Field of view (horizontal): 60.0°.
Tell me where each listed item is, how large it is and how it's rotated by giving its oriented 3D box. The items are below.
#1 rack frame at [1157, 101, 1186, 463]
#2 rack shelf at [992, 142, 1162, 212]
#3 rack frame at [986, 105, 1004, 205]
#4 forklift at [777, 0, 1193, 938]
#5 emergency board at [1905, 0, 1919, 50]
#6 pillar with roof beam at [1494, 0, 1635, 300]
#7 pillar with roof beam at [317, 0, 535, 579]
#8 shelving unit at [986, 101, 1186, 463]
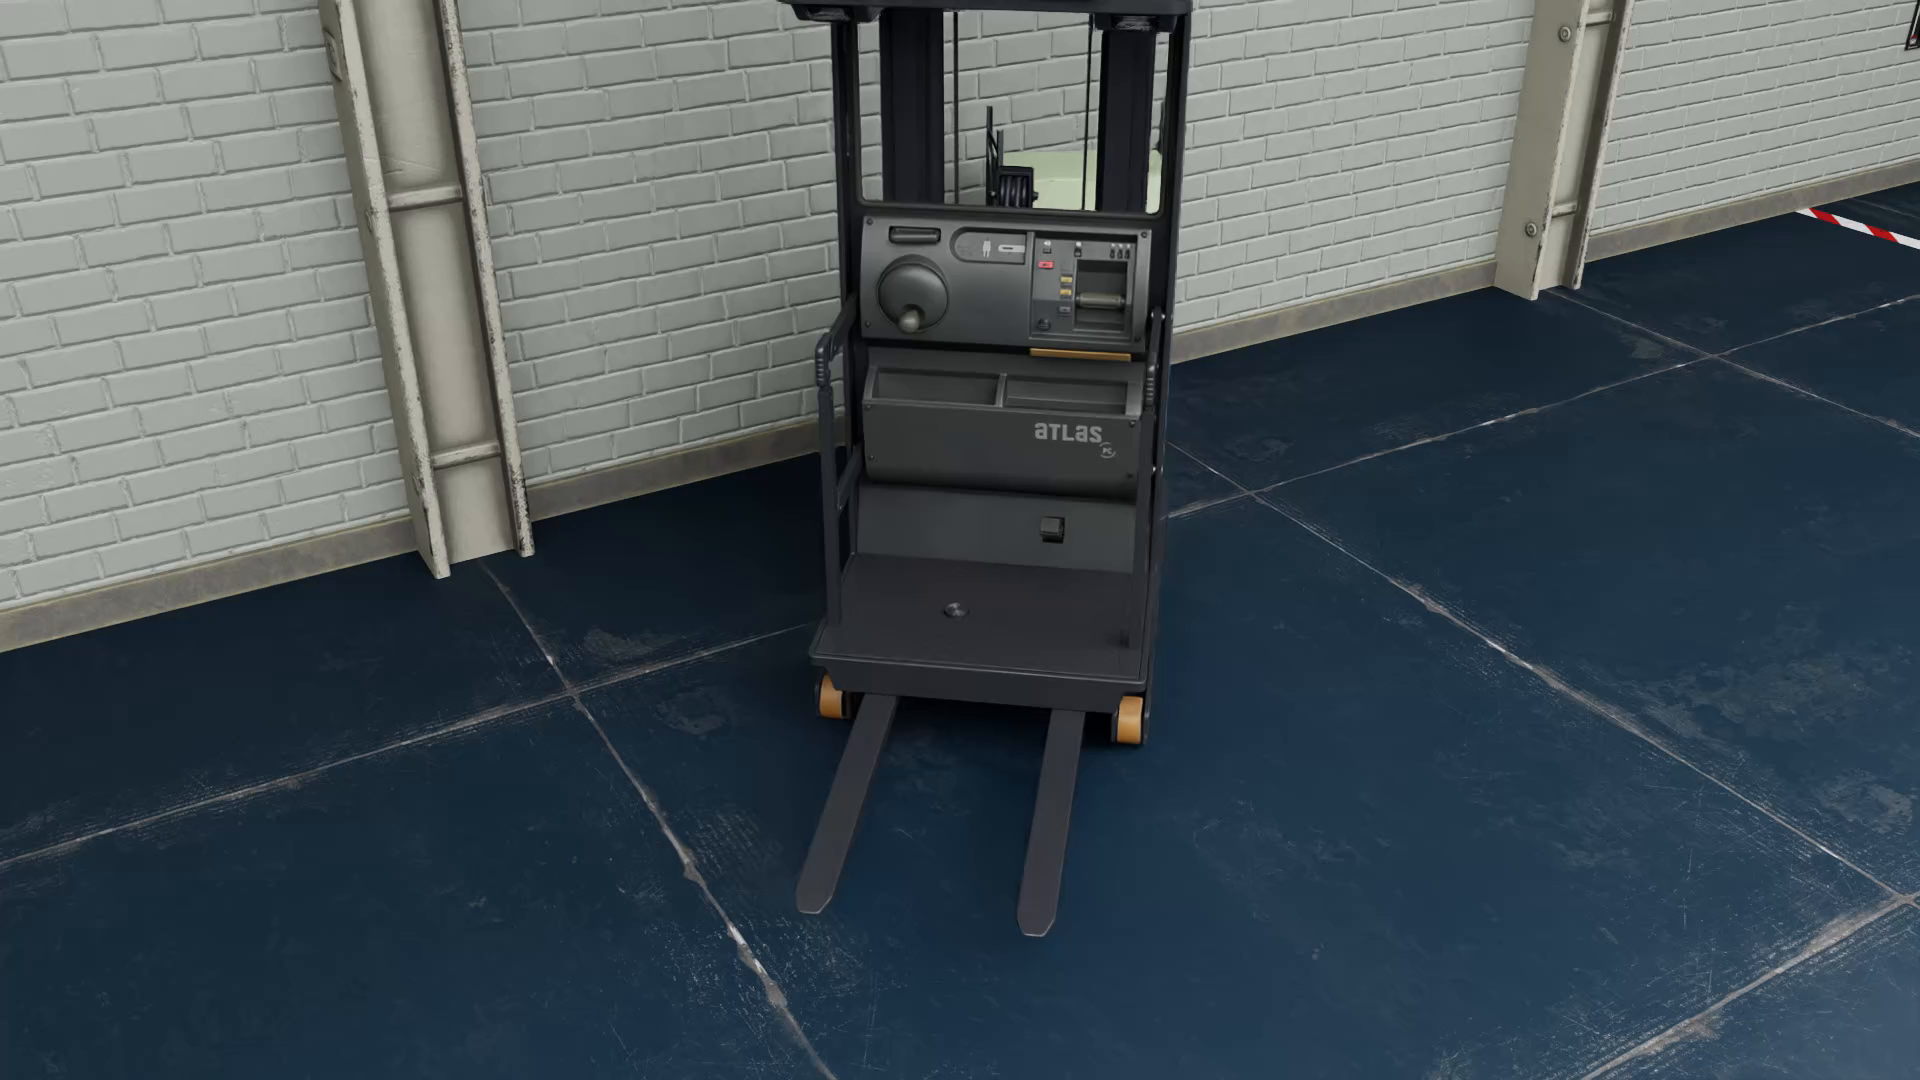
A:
[{"bbox_3d":[0.871,-1.093,7.178,0.023,1.500,0.400,-3,29,-5],"label":"rack frame"},{"bbox_3d":[0.507,-1.417,6.958,0.720,0.370,0.431,-3,29,-5],"label":"rack shelf"},{"bbox_3d":[0.143,-1.058,7.114,0.023,1.500,0.400,-3,29,-5],"label":"rack frame"},{"bbox_3d":[0.113,-0.787,5.143,1.130,2.935,3.031,4,29,7],"label":"forklift"},{"bbox_3d":[6.234,-3.627,10.218,0.626,1.169,0.157,-16,33,-26],"label":"emergency board"},{"bbox_3d":[5.409,-3.575,3.915,0.400,9.000,9.100,-16,33,-26],"label":"pillar with roof beam"},{"bbox_3d":[0.236,-2.106,1.253,0.400,9.000,9.100,-16,33,-26],"label":"pillar with roof beam"},{"bbox_3d":[0.507,-1.075,7.146,0.755,1.500,0.431,-3,29,-5],"label":"shelving unit"}]
